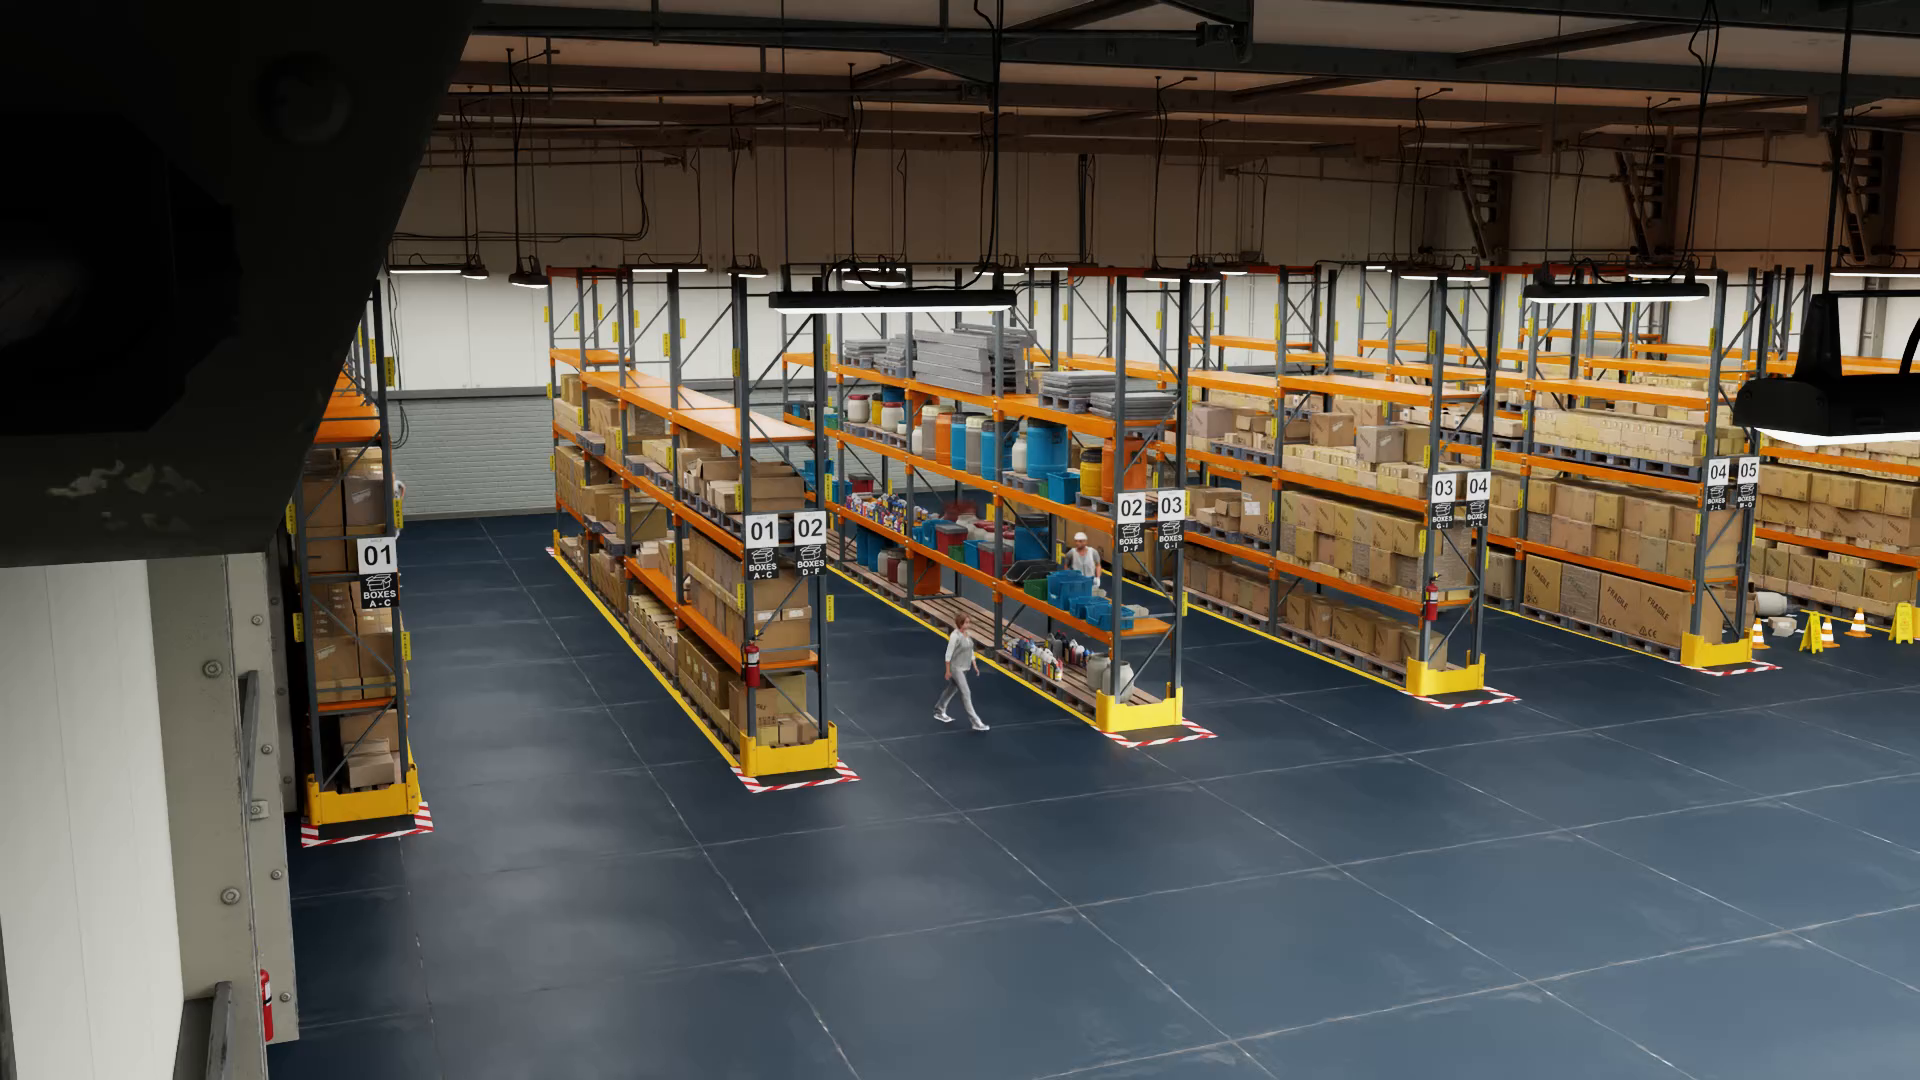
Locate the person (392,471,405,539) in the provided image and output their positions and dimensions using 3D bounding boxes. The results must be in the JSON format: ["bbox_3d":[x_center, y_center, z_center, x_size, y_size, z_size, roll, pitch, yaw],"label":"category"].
[{"bbox_3d":[-12.466,-0.772,36.547,0.552,1.574,0.696,-2,10,-14],"label":"person"}]

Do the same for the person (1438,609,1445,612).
[{"bbox_3d":[8.227,0.470,29.178,0.612,1.667,0.610,-4,11,-21],"label":"person"}]

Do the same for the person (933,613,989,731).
[{"bbox_3d":[0.034,1.725,22.169,0.950,1.542,0.444,5,11,26],"label":"person"}]

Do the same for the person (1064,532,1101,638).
[{"bbox_3d":[2.028,0.712,27.533,0.586,1.756,0.679,-1,10,-8],"label":"person"}]
